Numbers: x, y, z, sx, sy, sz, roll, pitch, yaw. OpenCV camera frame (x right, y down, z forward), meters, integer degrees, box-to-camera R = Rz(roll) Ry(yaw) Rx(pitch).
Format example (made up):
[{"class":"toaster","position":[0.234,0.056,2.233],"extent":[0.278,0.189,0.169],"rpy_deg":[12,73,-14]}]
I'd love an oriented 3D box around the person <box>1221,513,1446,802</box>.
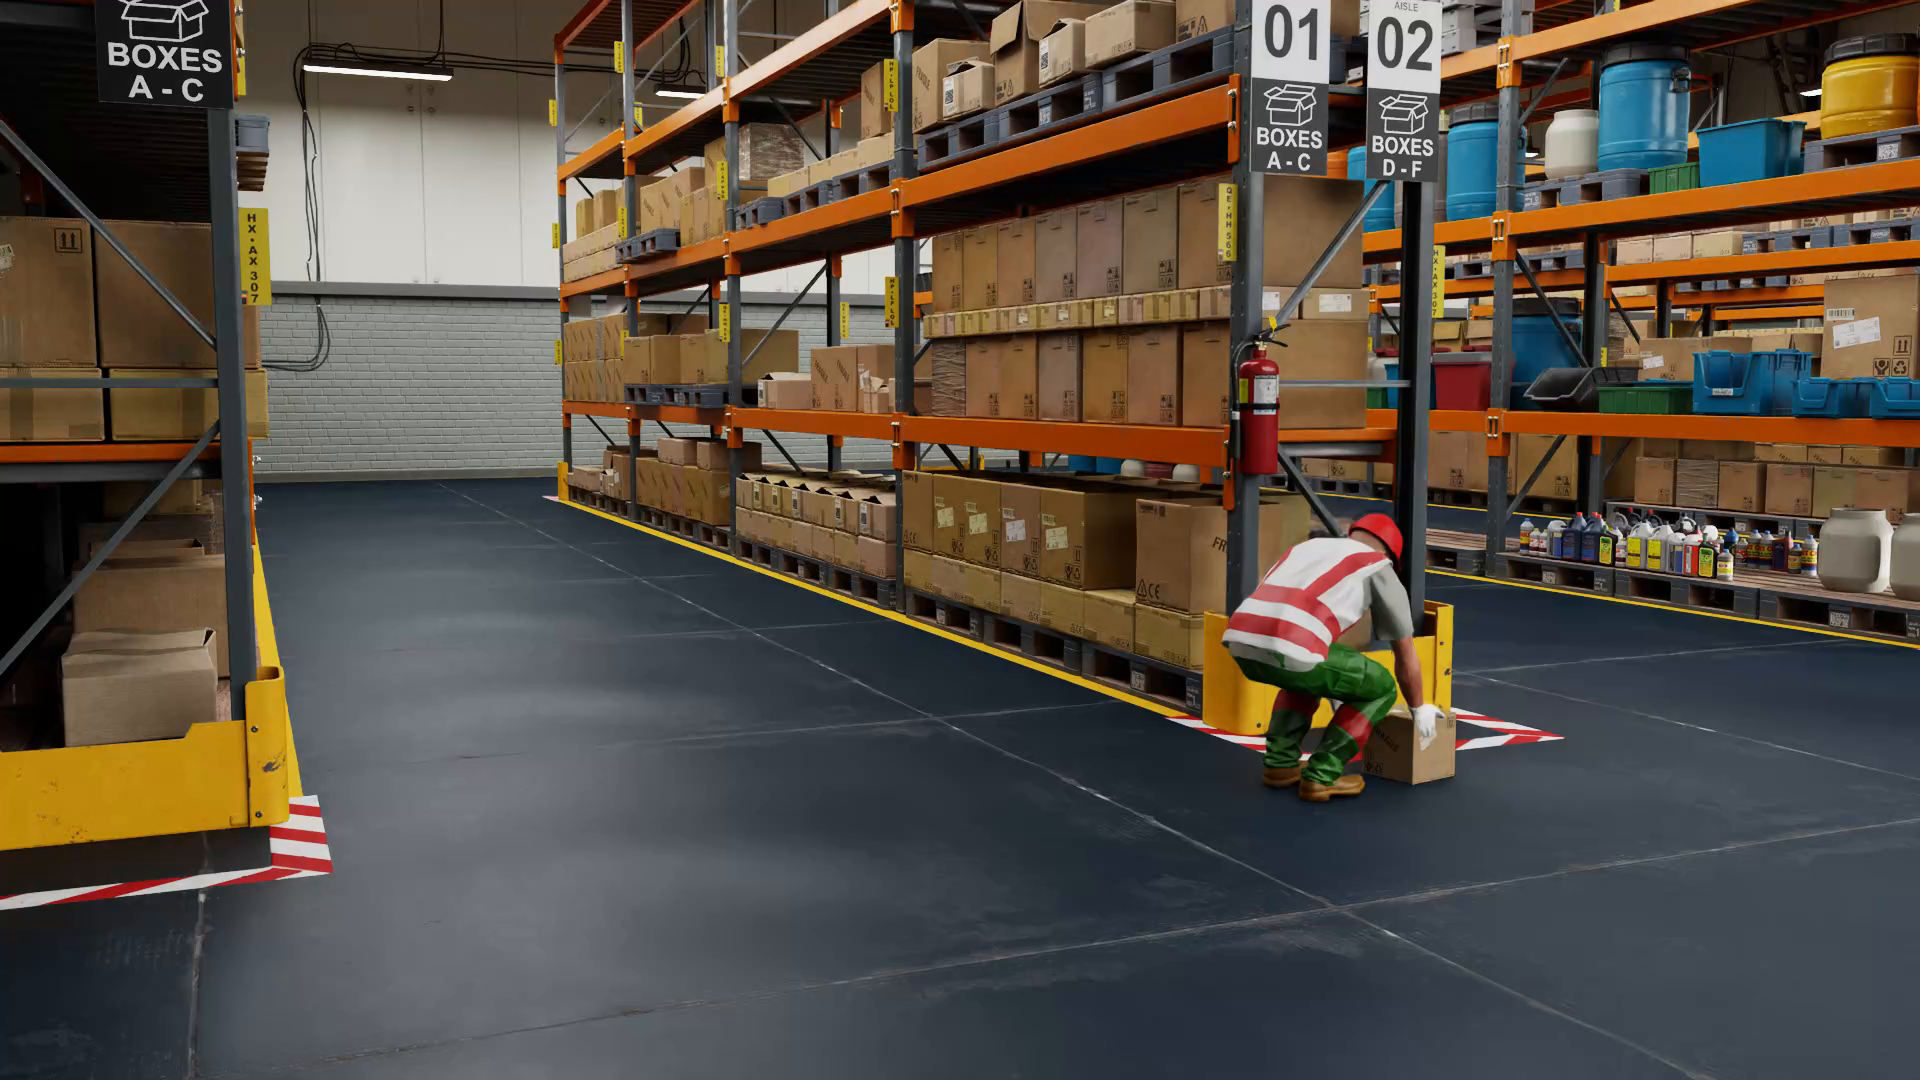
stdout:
[{"class":"person","position":[1.360,0.420,6.249],"extent":[0.880,1.015,0.567],"rpy_deg":[-4,7,-36]}]
